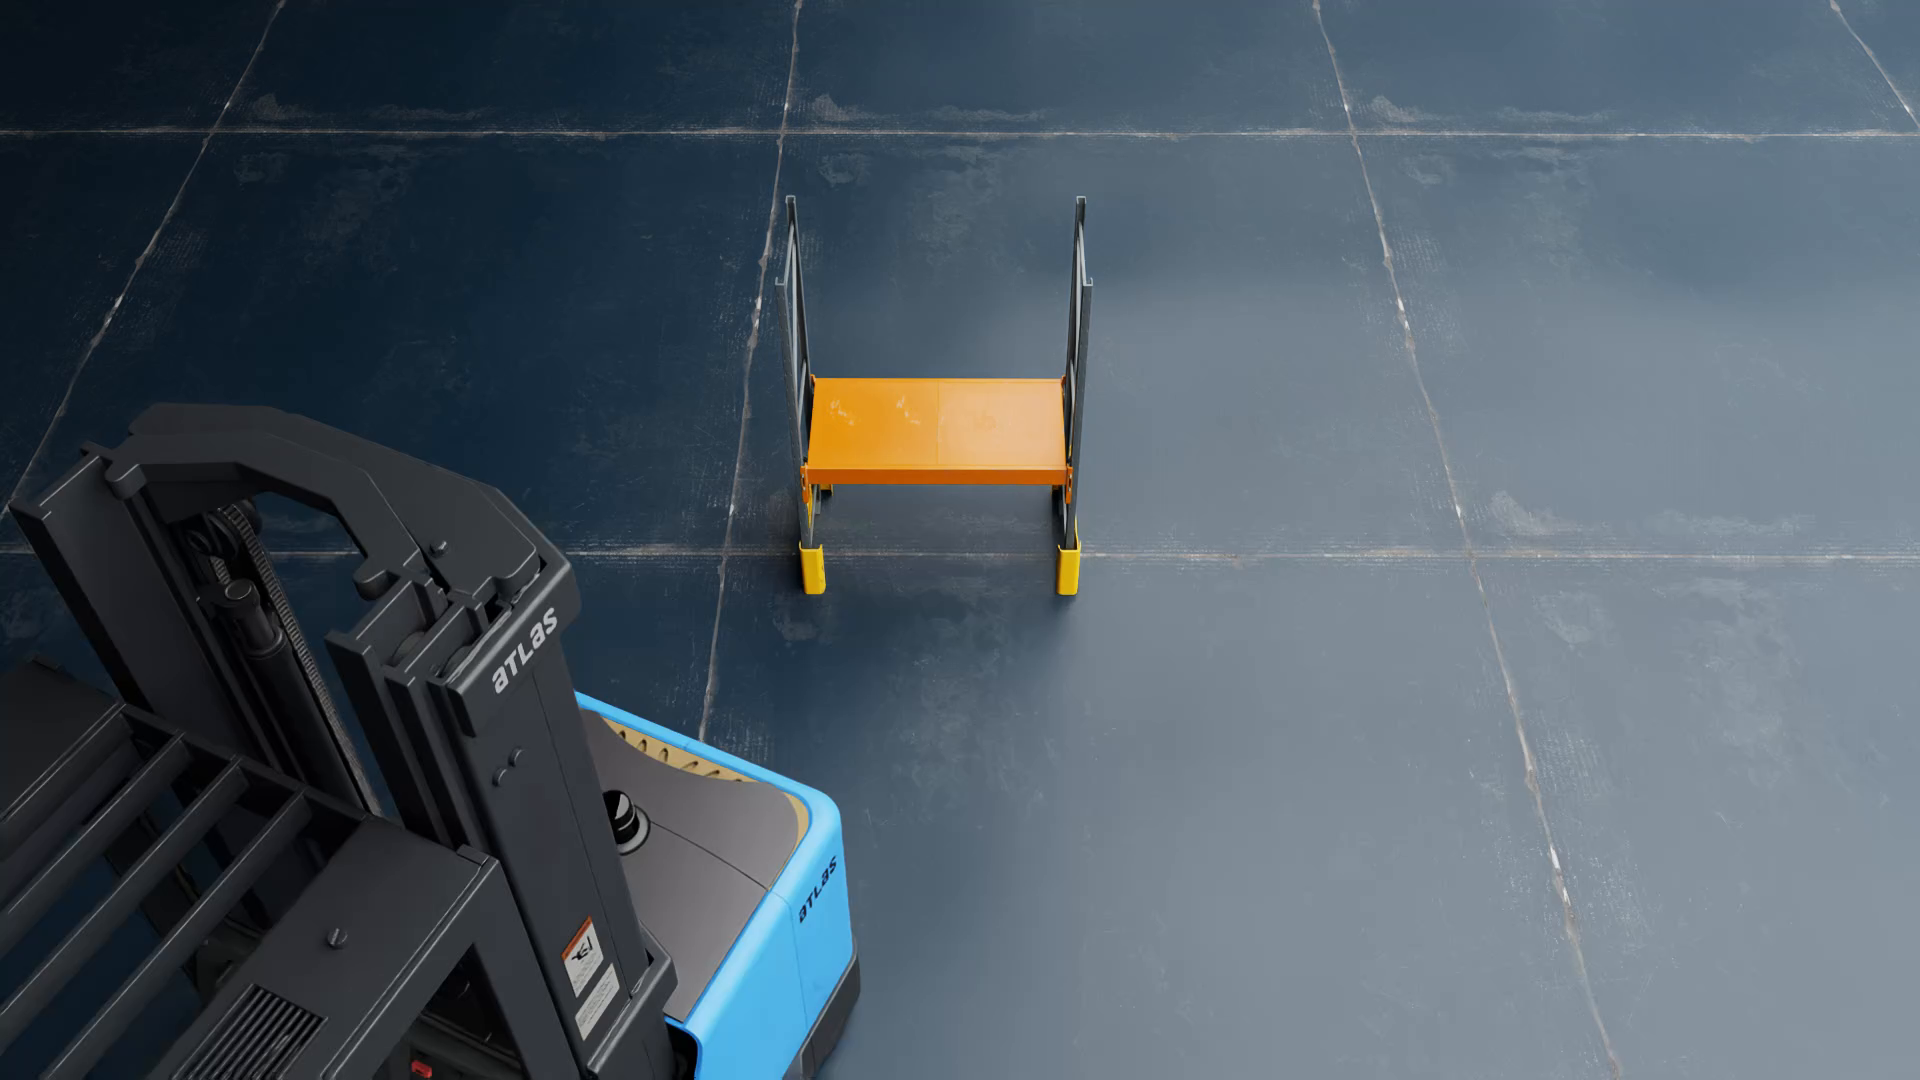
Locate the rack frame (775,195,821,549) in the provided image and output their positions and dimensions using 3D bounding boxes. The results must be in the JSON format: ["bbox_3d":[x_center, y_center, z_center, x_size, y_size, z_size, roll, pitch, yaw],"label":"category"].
[{"bbox_3d":[-0.594,-0.513,6.203,0.032,1.500,0.500,0,47,0],"label":"rack frame"}]

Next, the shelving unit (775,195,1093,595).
[{"bbox_3d":[-0.076,-0.511,6.201,1.083,1.500,0.587,0,47,0],"label":"shelving unit"}]

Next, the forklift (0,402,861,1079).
[{"bbox_3d":[-1.408,1.278,3.558,1.130,2.935,3.031,19,50,17],"label":"forklift"}]

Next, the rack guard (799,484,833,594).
[{"bbox_3d":[-0.574,-0.087,6.660,0.087,0.250,0.587,0,47,0],"label":"rack guard"}]

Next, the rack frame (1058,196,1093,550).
[{"bbox_3d":[0.423,-0.510,6.200,0.032,1.500,0.500,0,47,0],"label":"rack frame"}]

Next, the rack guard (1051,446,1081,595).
[{"bbox_3d":[0.422,-0.084,6.657,0.087,0.250,0.587,0,47,0],"label":"rack guard"}]

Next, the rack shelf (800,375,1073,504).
[{"bbox_3d":[-0.085,-0.389,6.333,1.000,0.185,0.538,0,47,0],"label":"rack shelf"}]
